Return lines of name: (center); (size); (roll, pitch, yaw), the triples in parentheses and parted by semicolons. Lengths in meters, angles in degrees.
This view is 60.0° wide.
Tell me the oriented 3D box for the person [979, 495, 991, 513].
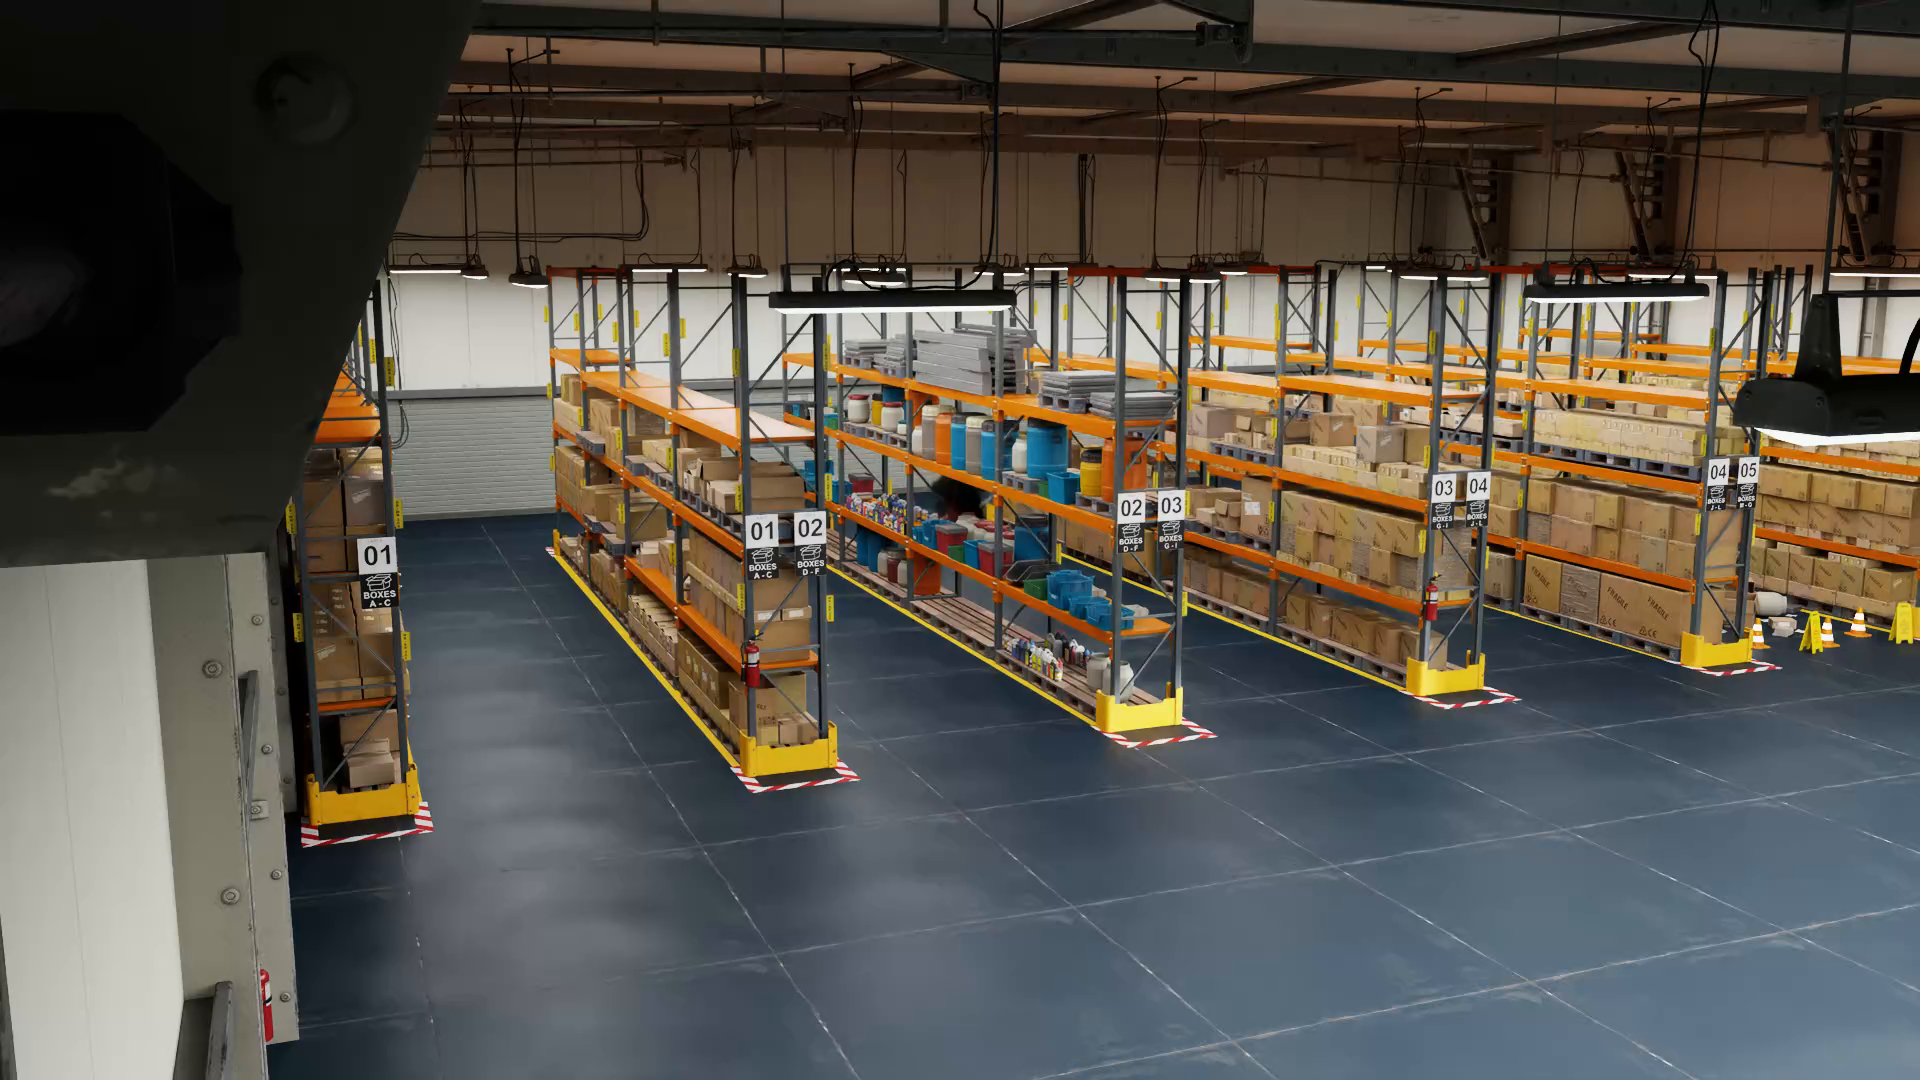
person: (0.905, -1.420, 39.746); (0.919, 1.786, 0.727); (-2, 10, -10)
